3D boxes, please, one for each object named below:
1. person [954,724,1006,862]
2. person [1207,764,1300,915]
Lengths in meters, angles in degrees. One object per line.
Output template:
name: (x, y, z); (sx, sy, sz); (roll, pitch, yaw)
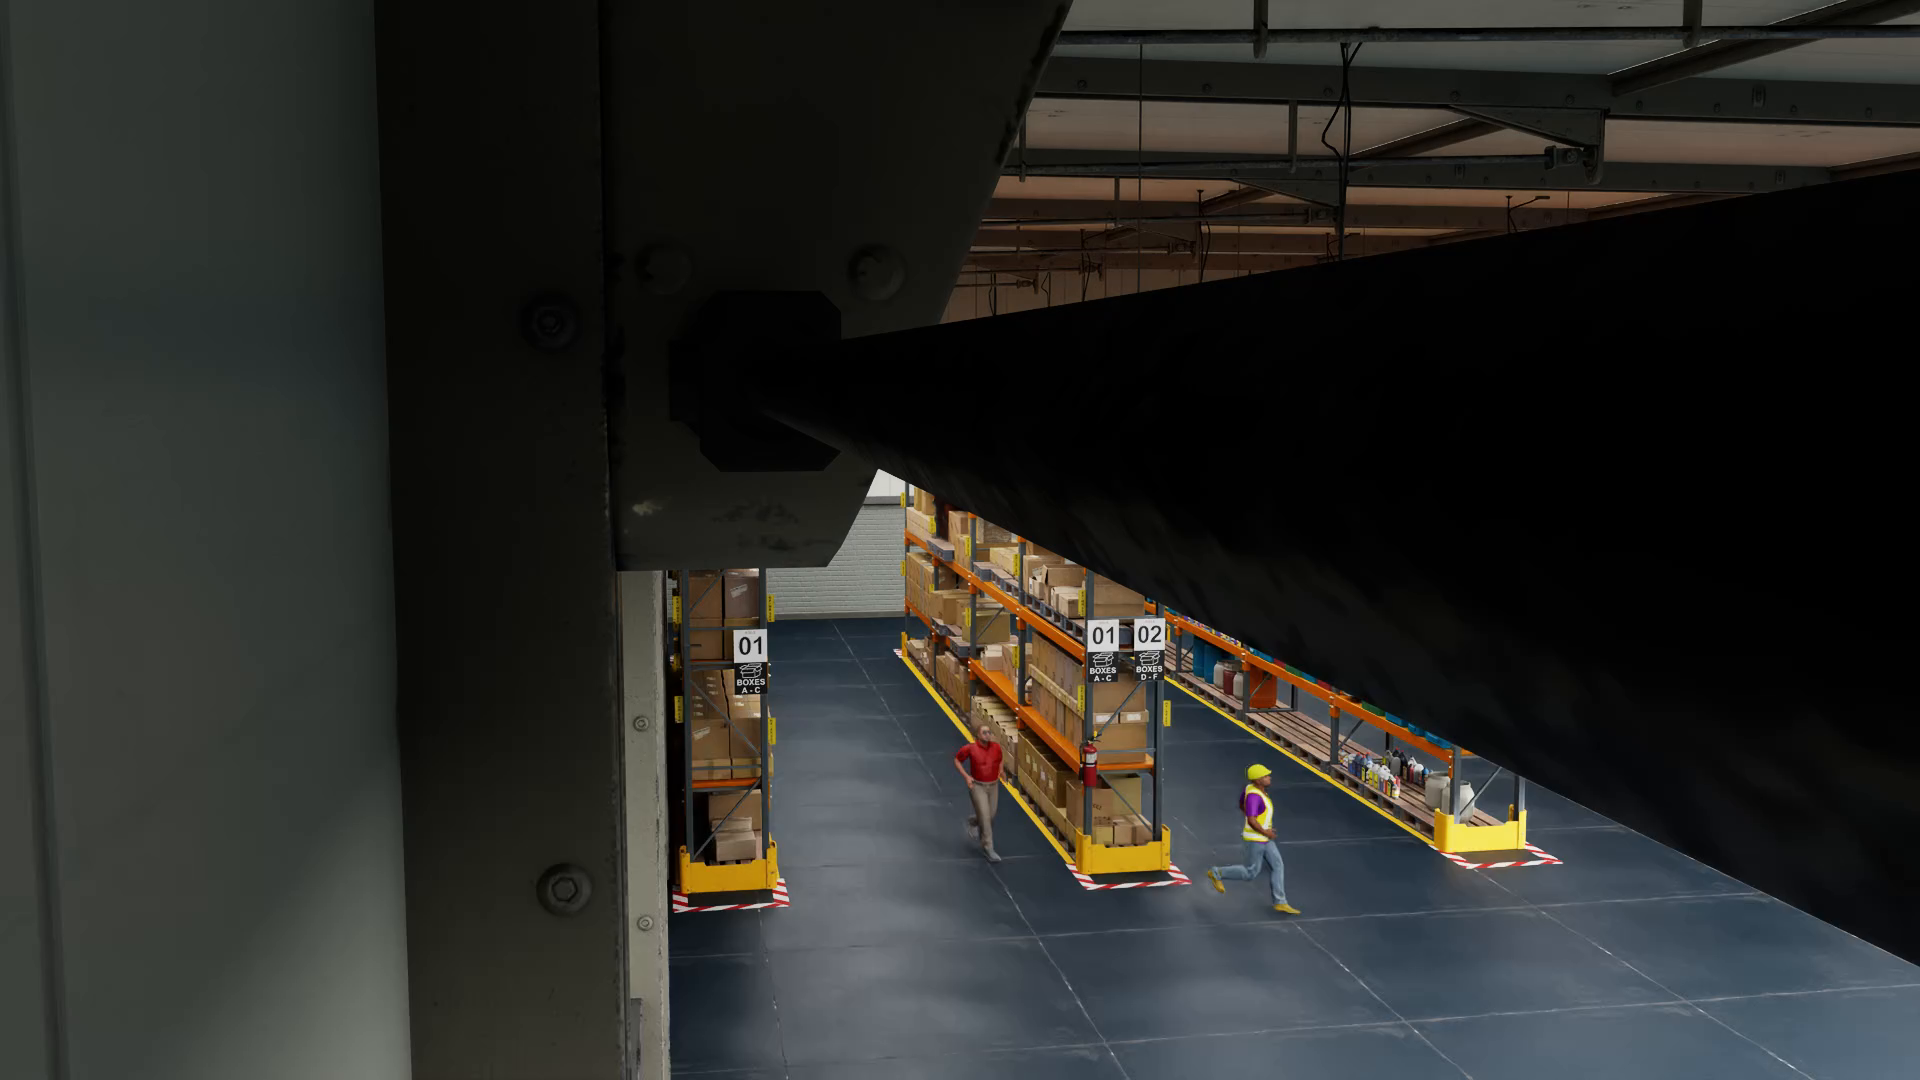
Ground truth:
person: (0.289, 3.246, 21.653); (0.659, 1.729, 0.889); (-3, 7, -30)
person: (3.431, 3.480, 19.360); (1.070, 1.755, 0.674); (2, 6, 20)
